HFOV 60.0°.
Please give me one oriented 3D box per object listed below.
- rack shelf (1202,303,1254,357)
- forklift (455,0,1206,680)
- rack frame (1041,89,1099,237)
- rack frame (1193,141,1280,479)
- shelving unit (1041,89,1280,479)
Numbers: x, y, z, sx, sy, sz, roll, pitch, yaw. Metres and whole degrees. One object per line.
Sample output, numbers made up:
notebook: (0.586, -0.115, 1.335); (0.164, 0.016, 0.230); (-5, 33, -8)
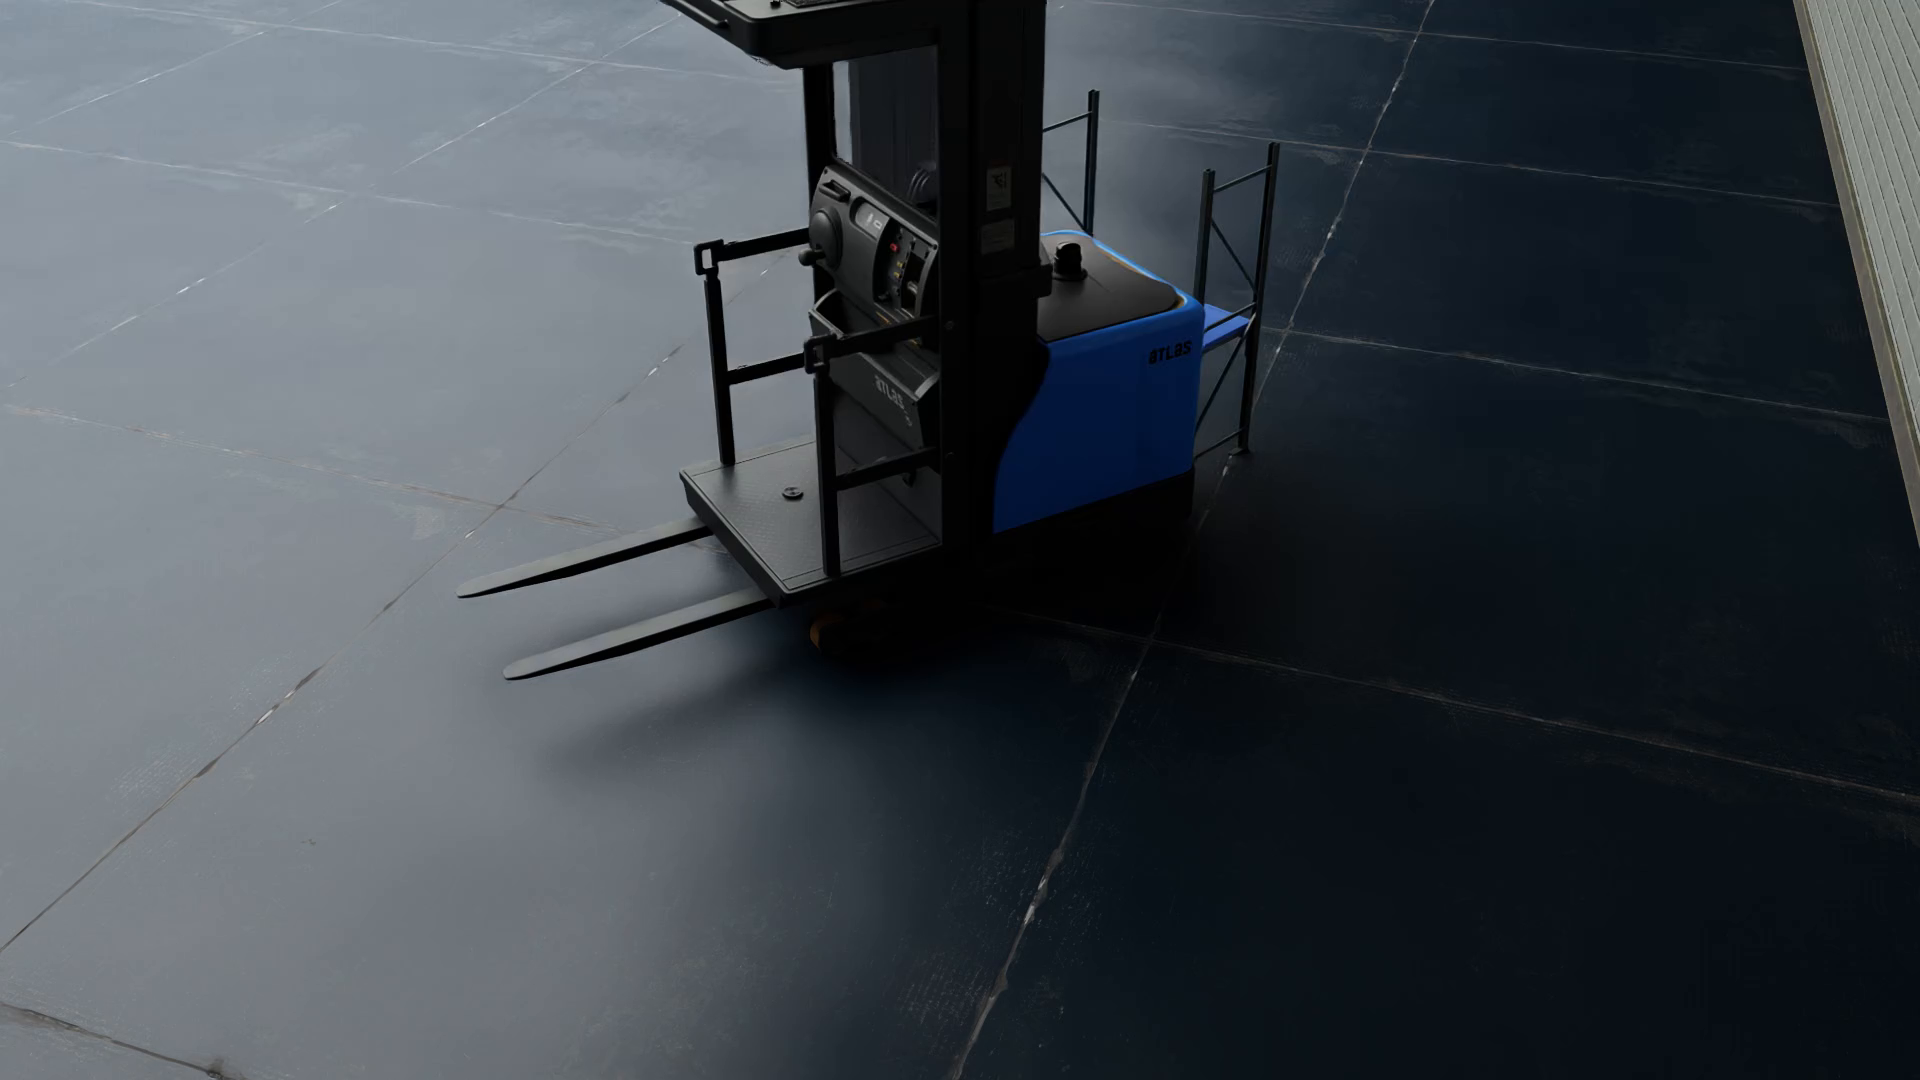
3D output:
rack shelf: (0.824, -1.022, 7.782); (1.000, 0.185, 0.538); (28, 42, 36)
forklift: (-0.514, -1.107, 6.263); (3.031, 2.935, 1.130); (-18, 37, -25)
rack frame: (0.462, -1.367, 7.984); (0.032, 1.500, 0.500); (28, 42, 36)
rack frame: (1.186, -0.980, 7.385); (0.032, 1.500, 0.500); (28, 42, 36)
shelving unit: (0.824, -1.173, 7.685); (1.048, 1.500, 0.538); (28, 42, 36)
